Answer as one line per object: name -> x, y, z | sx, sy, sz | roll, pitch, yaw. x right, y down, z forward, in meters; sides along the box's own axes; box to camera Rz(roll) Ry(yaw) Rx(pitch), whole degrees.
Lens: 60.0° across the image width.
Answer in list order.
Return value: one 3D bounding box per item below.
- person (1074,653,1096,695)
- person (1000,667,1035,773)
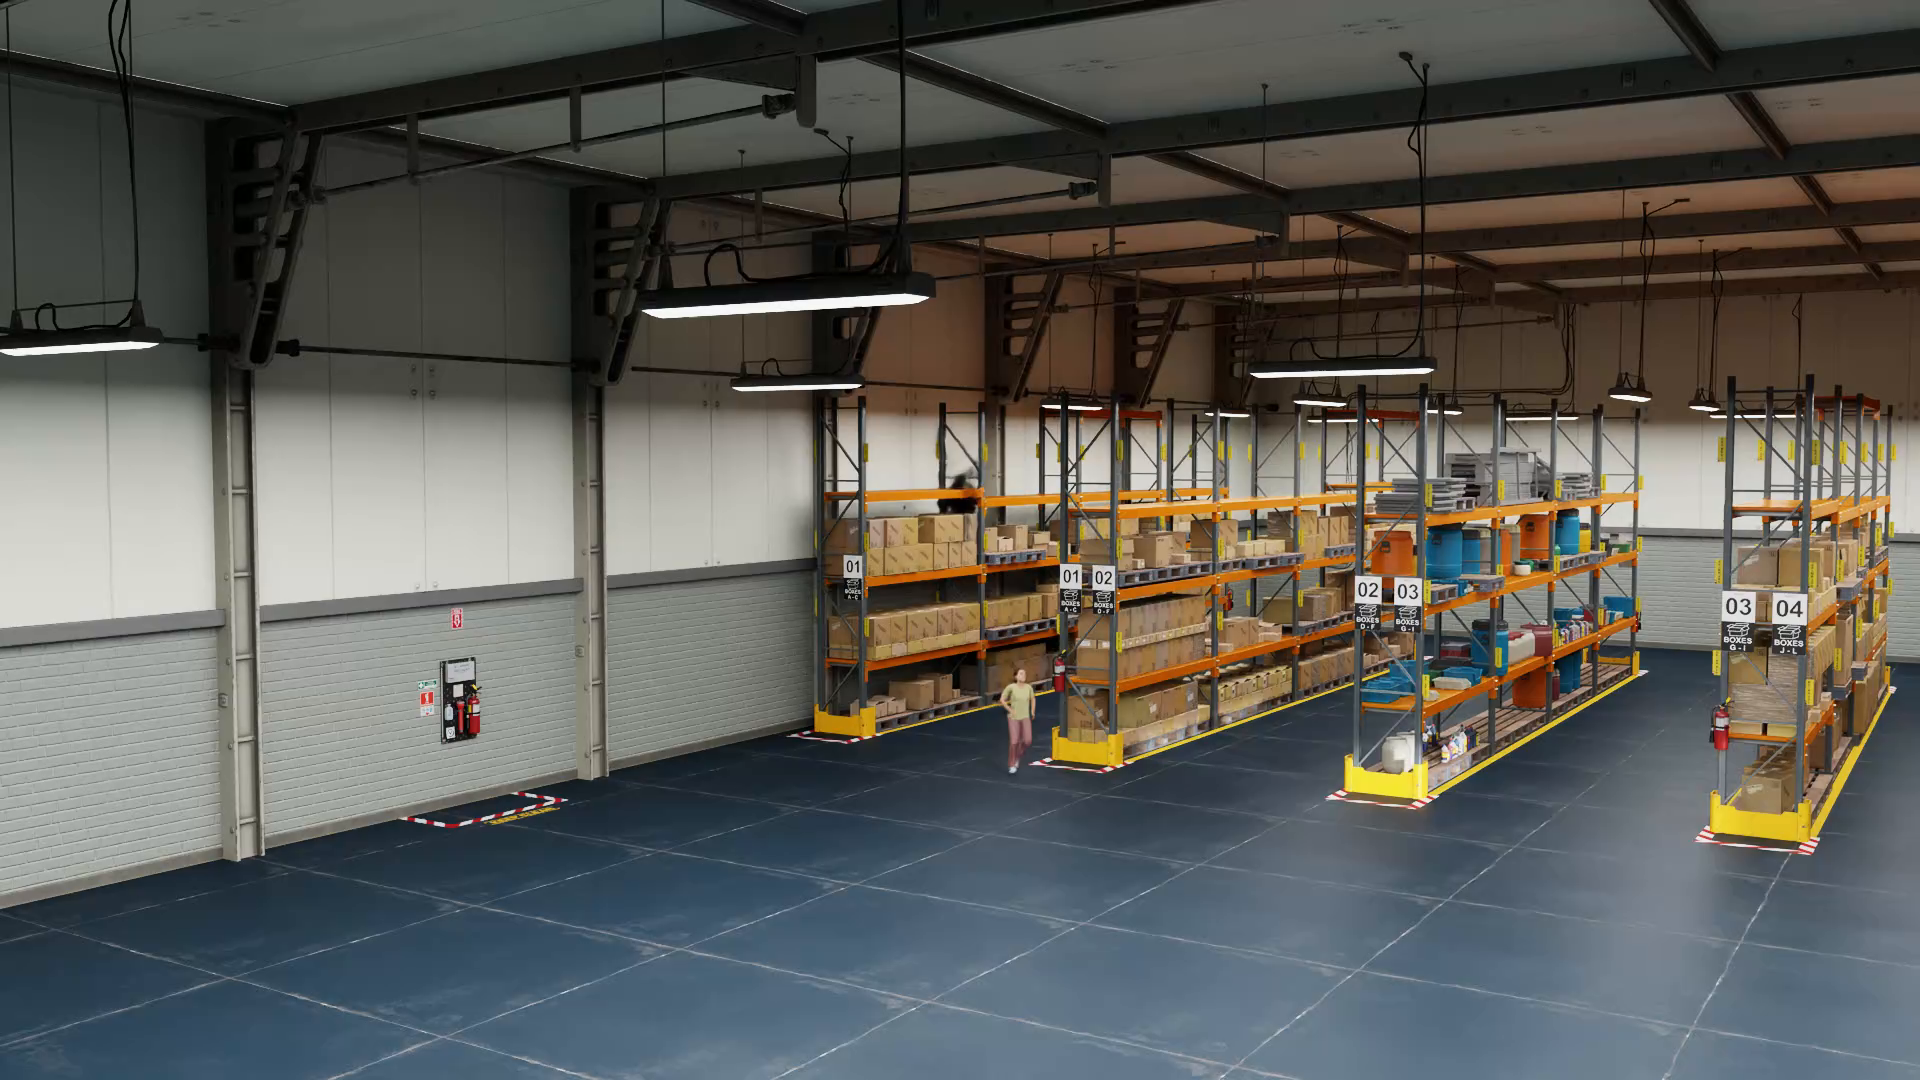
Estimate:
person -> 2.360, 2.562, 30.837 | 0.591, 1.638, 0.576 | 1, 3, 26
person -> 0.948, 2.822, 26.055 | 0.605, 1.642, 0.501 | -1, 3, -14
